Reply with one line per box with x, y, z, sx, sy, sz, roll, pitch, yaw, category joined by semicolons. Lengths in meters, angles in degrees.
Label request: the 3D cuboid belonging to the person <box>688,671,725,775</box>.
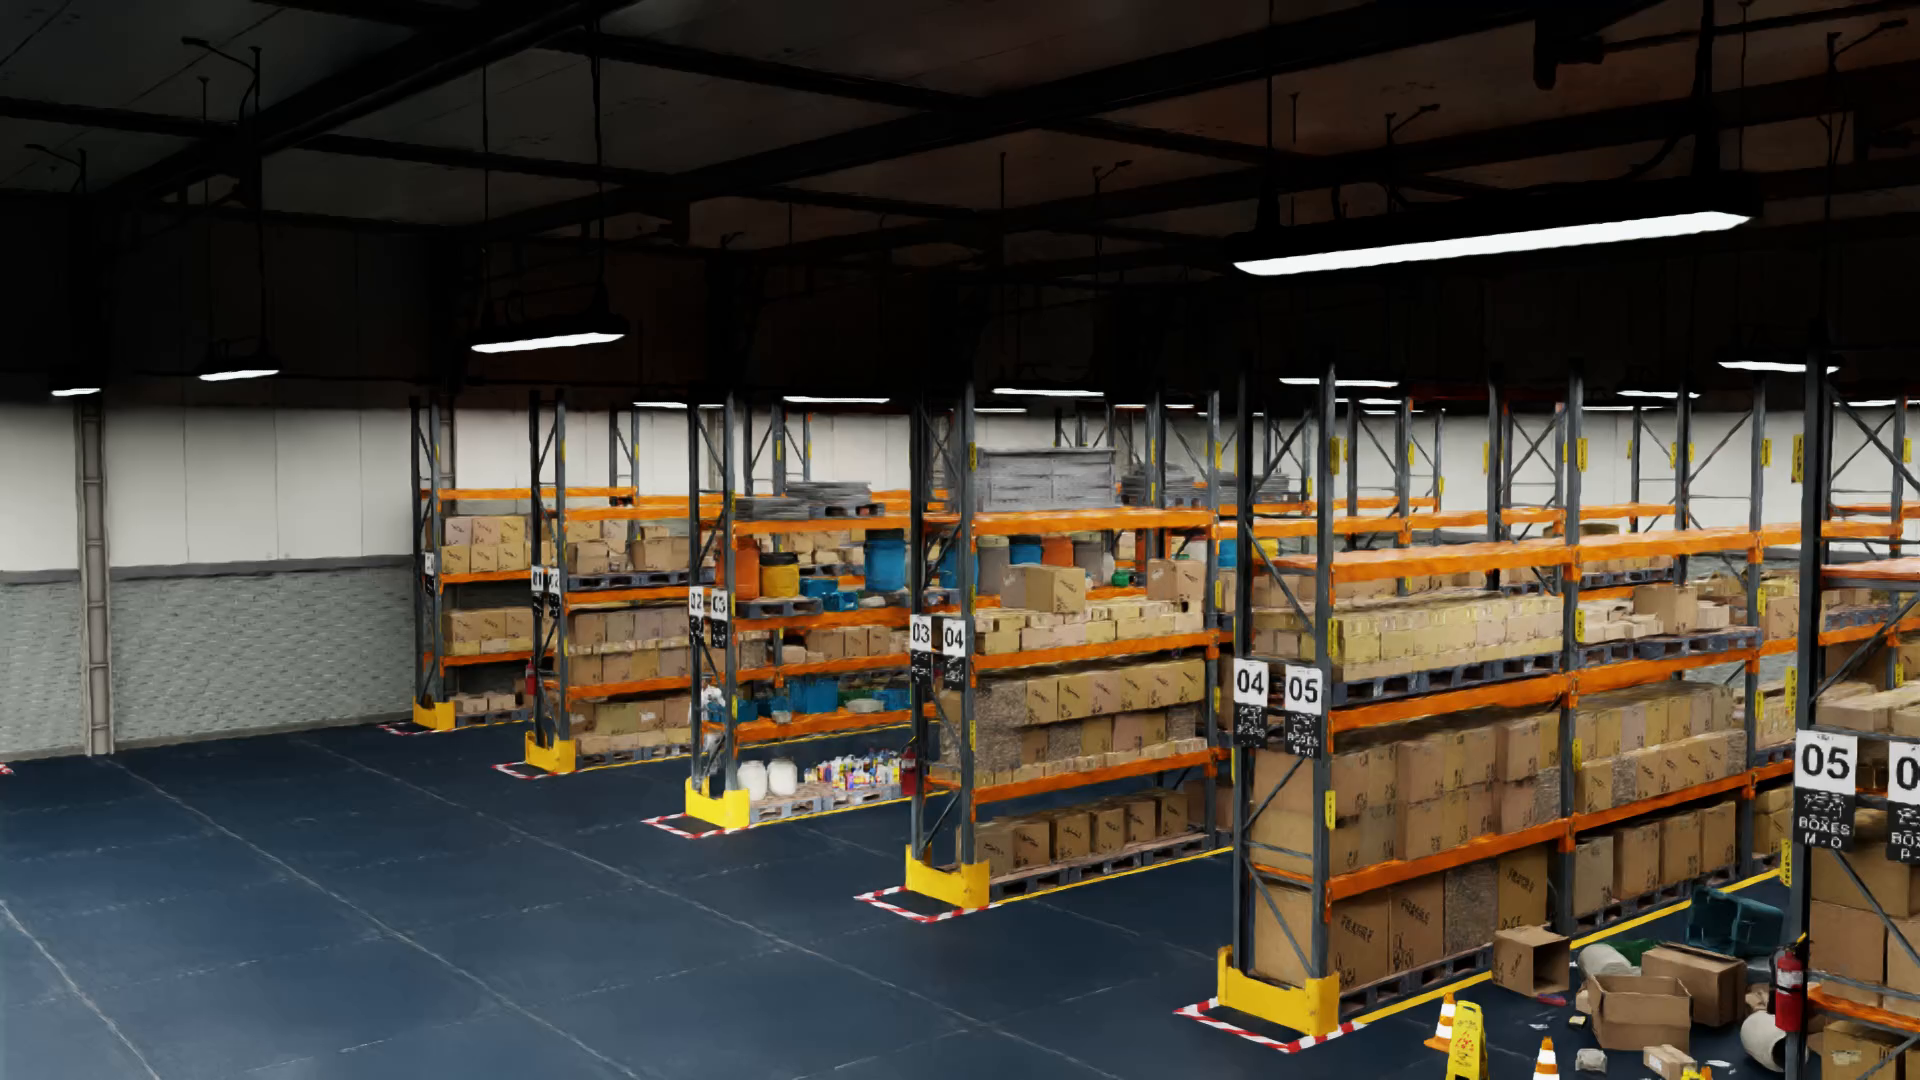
-3.885;2.825;25.900;0.644;1.615;0.783;2;4;32;person

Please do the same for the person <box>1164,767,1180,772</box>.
3.337;2.712;26.178;0.655;1.785;0.577;0;3;-8;person
